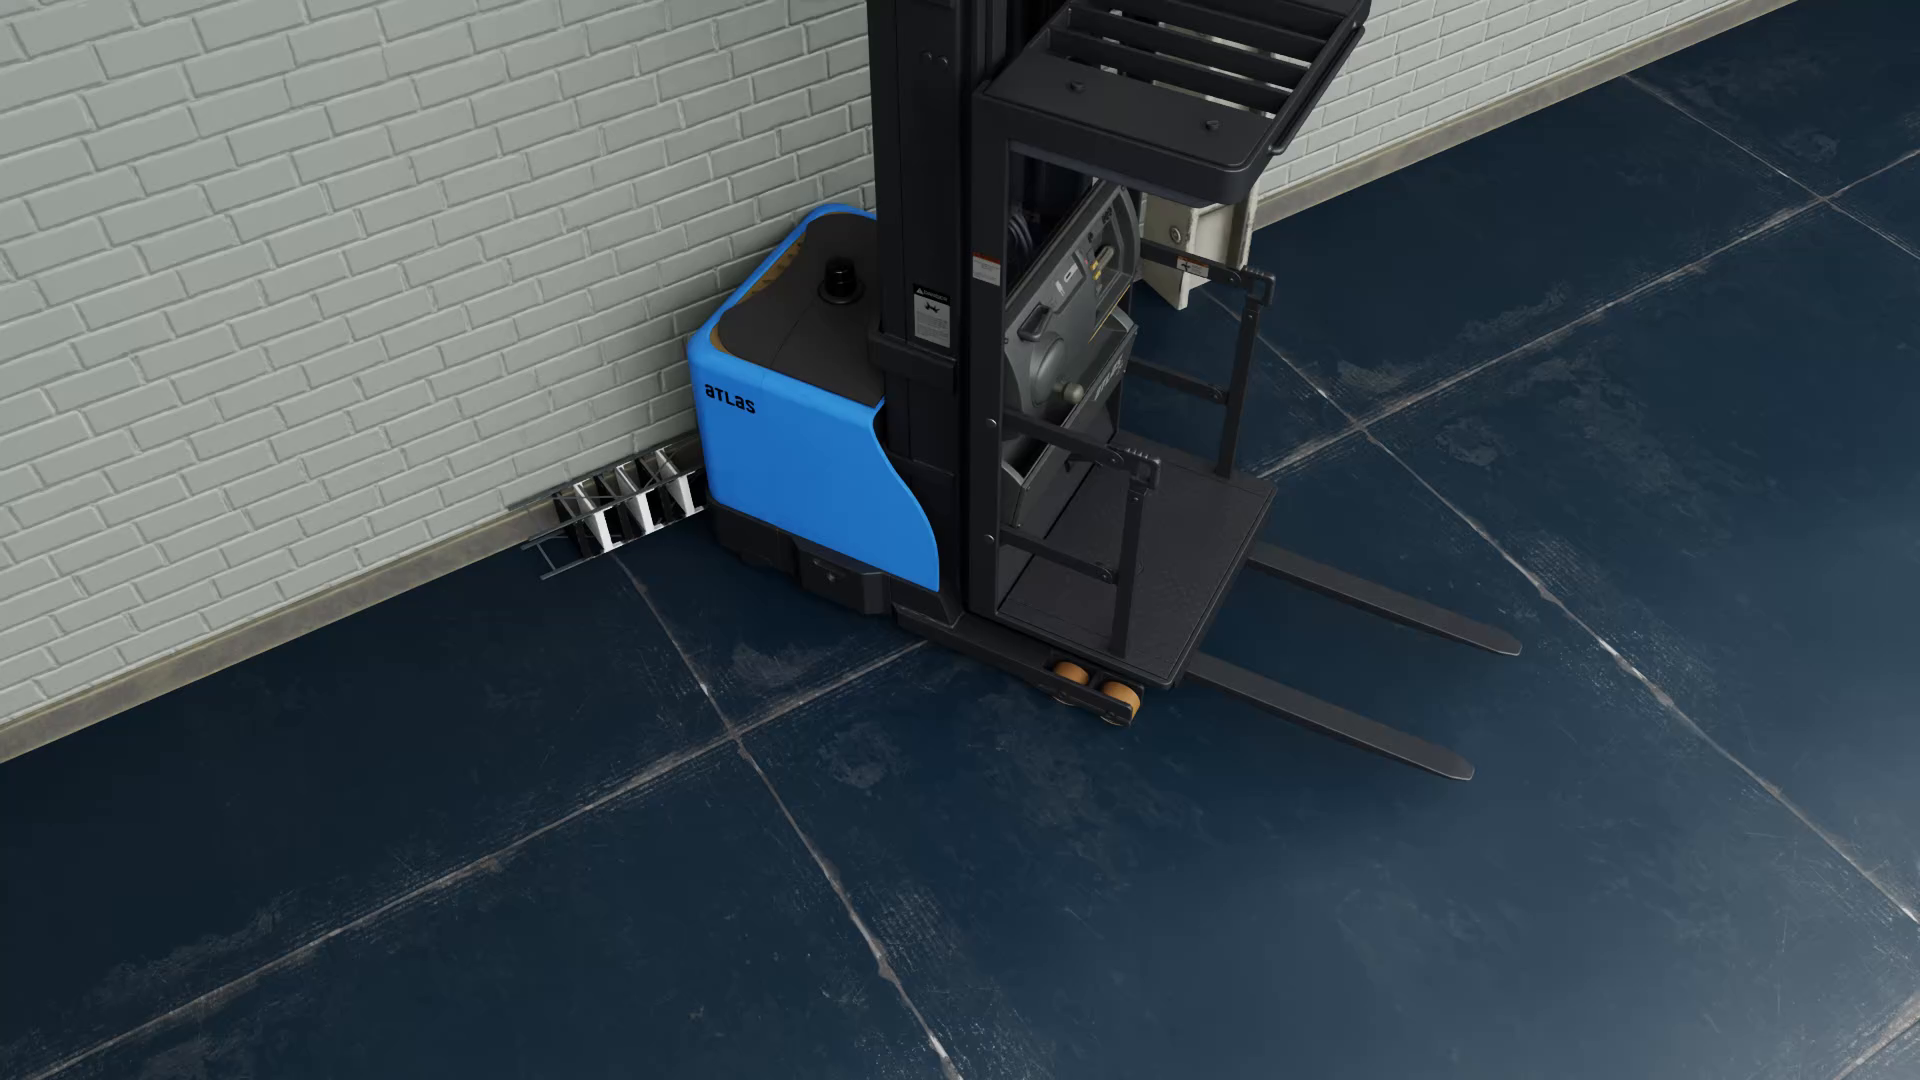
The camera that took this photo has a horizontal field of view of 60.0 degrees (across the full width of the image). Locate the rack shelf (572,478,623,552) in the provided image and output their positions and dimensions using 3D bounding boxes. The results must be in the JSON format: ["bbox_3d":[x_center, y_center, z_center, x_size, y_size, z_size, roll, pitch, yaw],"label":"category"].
[{"bbox_3d":[-1.449,-0.105,6.623,0.077,0.200,0.258,-25,45,-21],"label":"rack shelf"}]

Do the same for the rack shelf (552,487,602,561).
[{"bbox_3d":[-1.525,-0.070,6.591,0.077,0.200,0.258,-25,45,-21],"label":"rack shelf"}]

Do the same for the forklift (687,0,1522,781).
[{"bbox_3d":[0.557,-0.755,5.405,3.031,2.935,1.130,22,52,18],"label":"forklift"}]

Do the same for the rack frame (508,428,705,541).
[{"bbox_3d":[-1.332,-0.240,6.608,0.900,0.006,0.240,-25,45,-21],"label":"rack frame"}]

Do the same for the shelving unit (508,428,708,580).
[{"bbox_3d":[-1.325,-0.164,6.675,0.900,0.210,0.258,-25,45,-21],"label":"shelving unit"}]

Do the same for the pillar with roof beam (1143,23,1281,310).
[{"bbox_3d":[3.383,-1.504,2.009,0.400,9.000,9.100,-25,53,-21],"label":"pillar with roof beam"}]

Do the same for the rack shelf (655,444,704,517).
[{"bbox_3d":[-1.144,-0.249,6.751,0.077,0.200,0.258,-25,45,-21],"label":"rack shelf"}]

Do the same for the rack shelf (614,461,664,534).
[{"bbox_3d":[-1.297,-0.177,6.687,0.077,0.200,0.258,-25,45,-21],"label":"rack shelf"}]

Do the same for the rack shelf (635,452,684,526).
[{"bbox_3d":[-1.220,-0.213,6.719,0.077,0.200,0.258,-25,45,-21],"label":"rack shelf"}]

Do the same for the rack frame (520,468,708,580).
[{"bbox_3d":[-1.317,-0.088,6.742,0.900,0.006,0.240,-25,45,-21],"label":"rack frame"}]

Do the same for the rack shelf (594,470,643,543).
[{"bbox_3d":[-1.373,-0.141,6.655,0.077,0.200,0.258,-25,45,-21],"label":"rack shelf"}]
